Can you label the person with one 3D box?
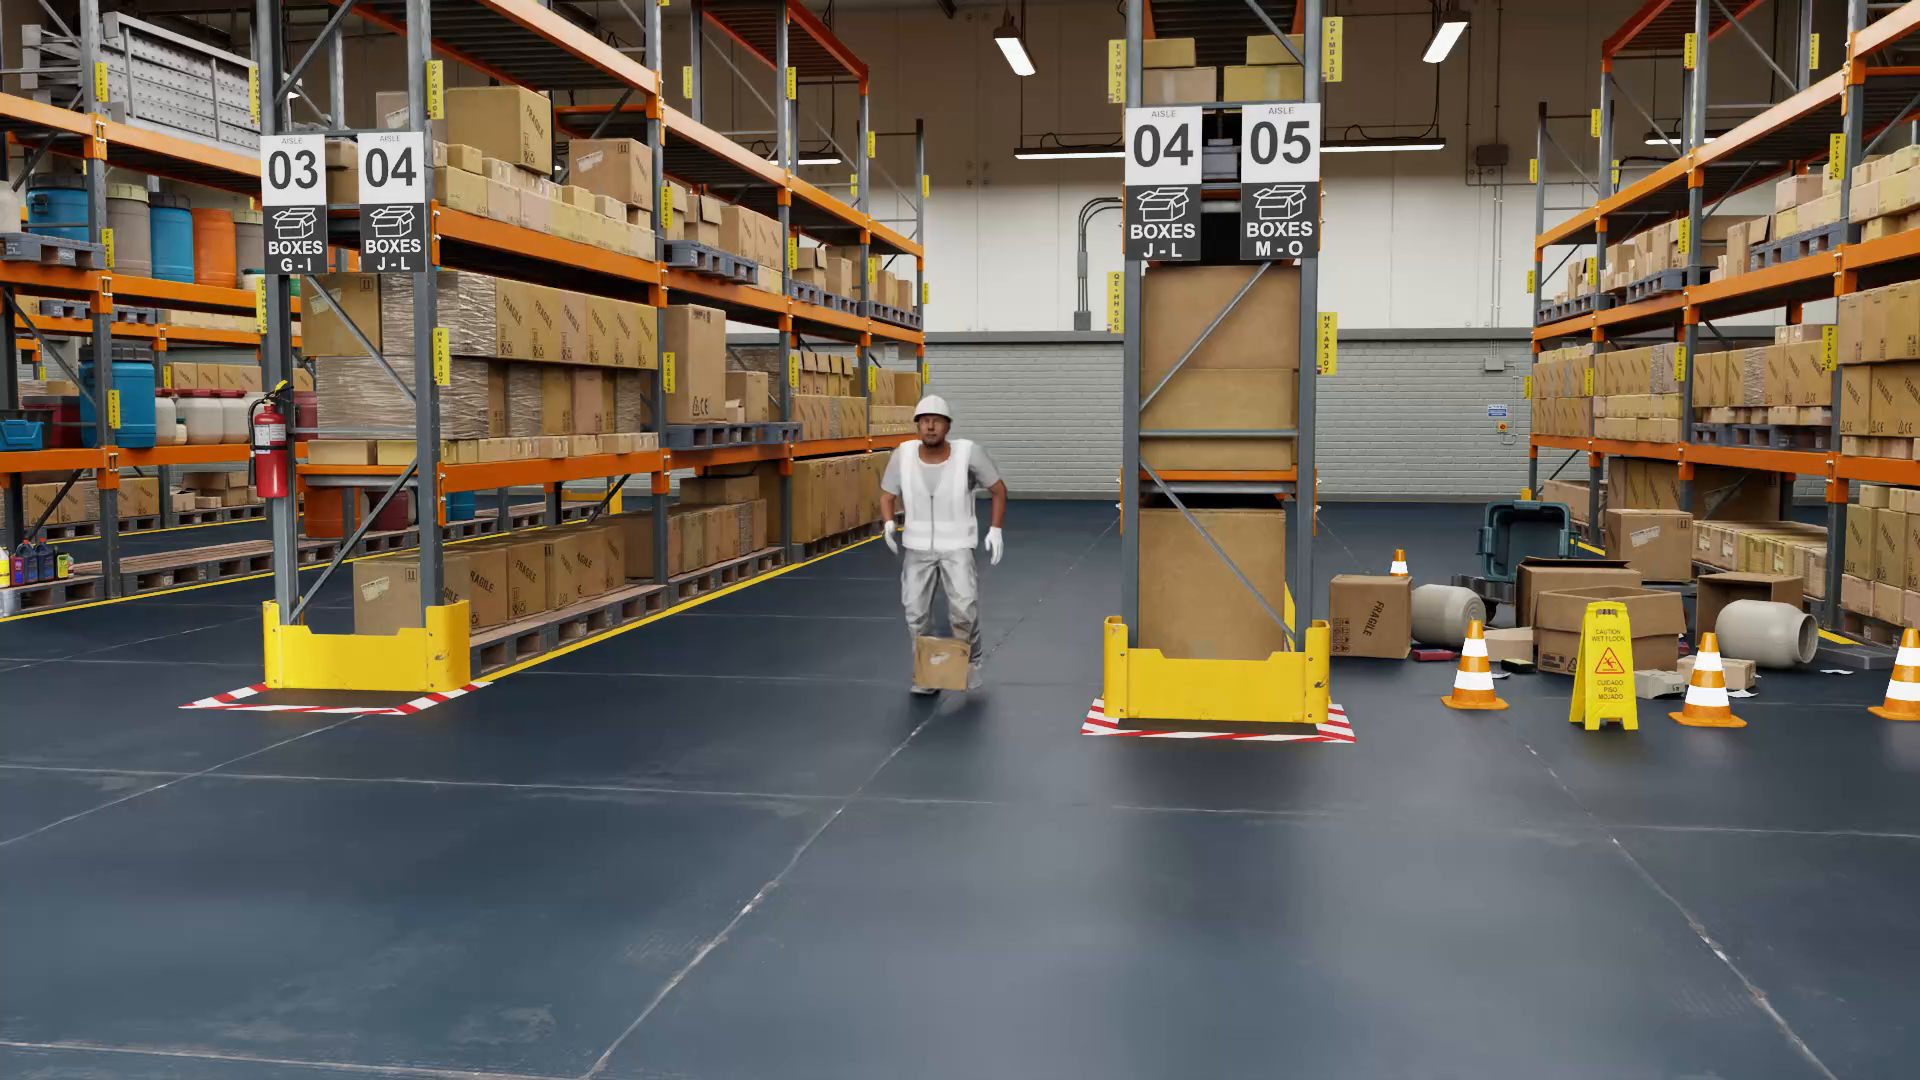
[{"bbox_3d":[-0.109,0.050,9.297,0.697,1.711,0.675,1,5,13],"label":"person"}]
